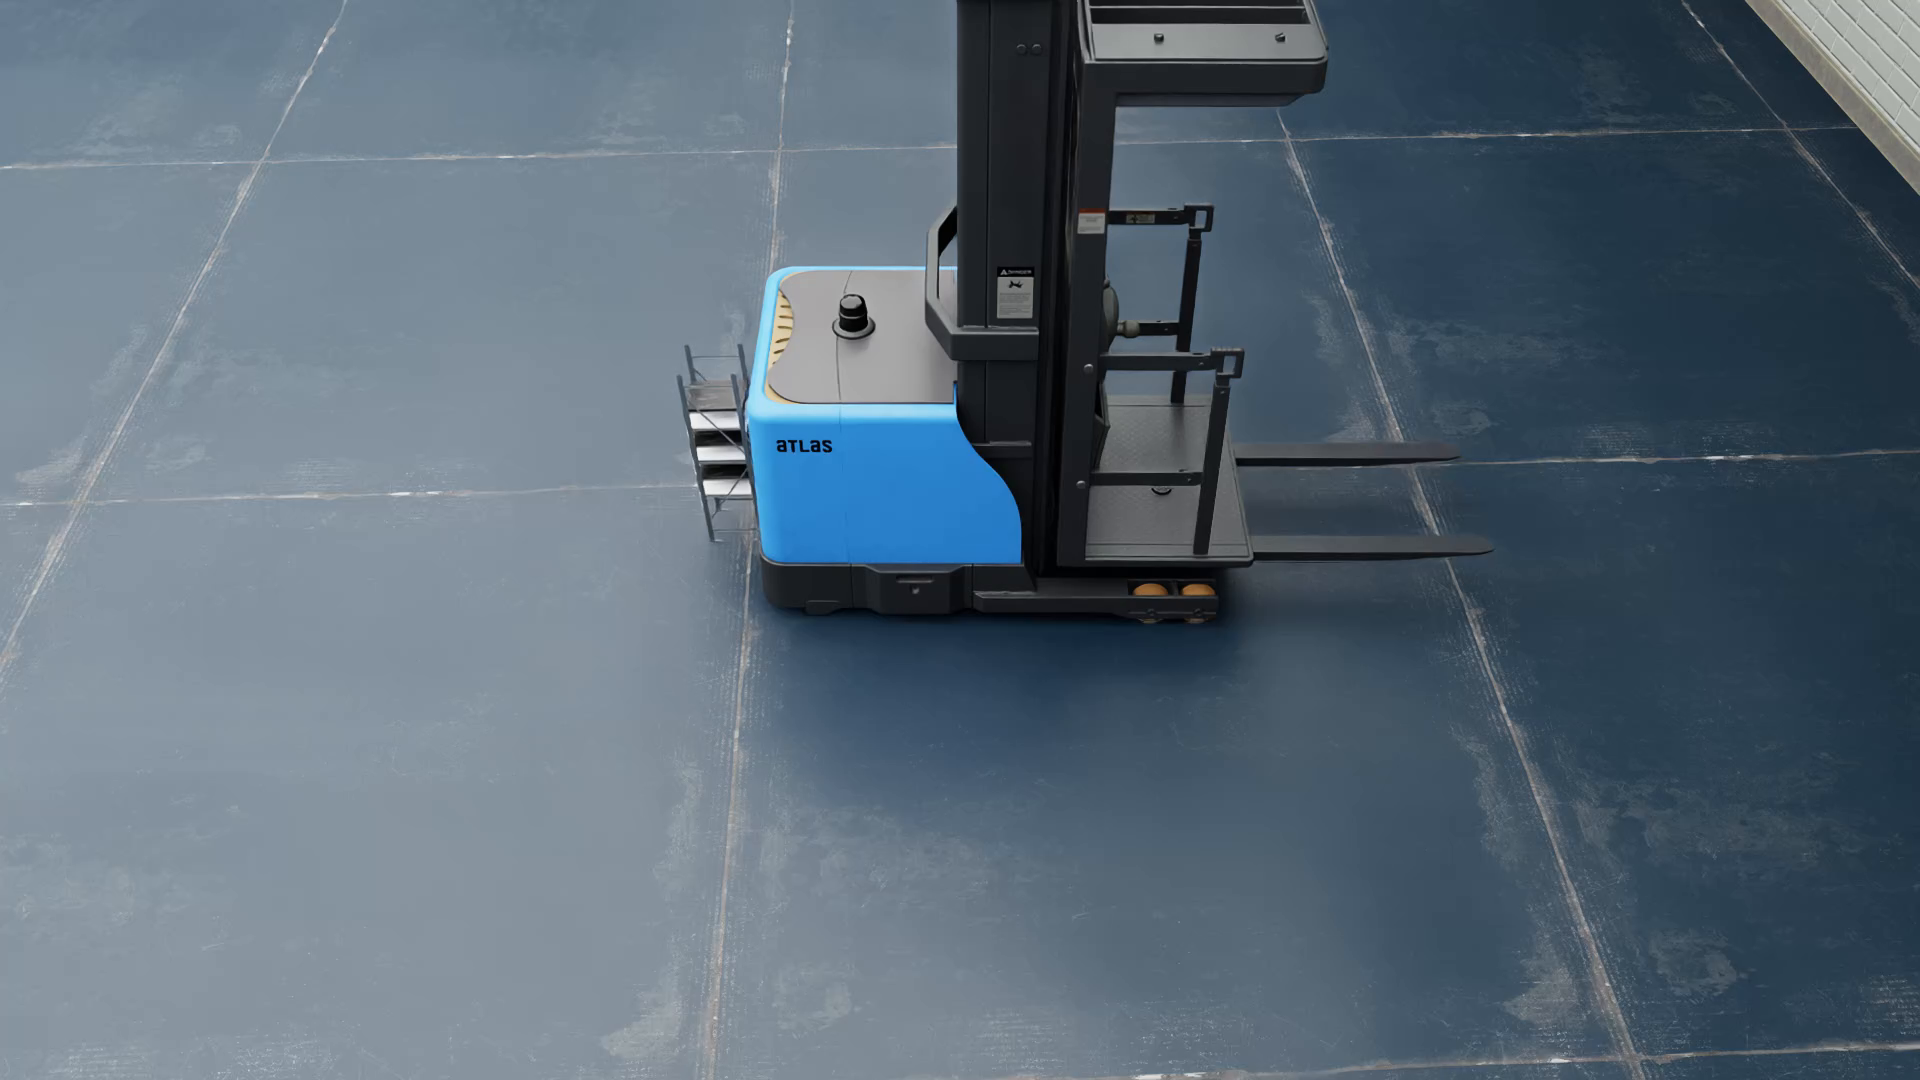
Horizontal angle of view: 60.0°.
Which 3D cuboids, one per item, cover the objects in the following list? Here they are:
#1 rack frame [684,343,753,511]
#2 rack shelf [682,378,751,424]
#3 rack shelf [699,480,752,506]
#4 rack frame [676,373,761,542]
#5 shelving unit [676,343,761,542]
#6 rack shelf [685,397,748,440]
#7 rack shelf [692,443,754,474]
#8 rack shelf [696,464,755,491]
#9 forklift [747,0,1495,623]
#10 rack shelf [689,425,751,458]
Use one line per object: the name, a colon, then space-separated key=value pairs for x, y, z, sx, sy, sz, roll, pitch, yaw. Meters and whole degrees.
rack frame: x=-0.983 y=-0.466 z=7.083 sx=0.240 sy=0.900 sz=0.006 roll=-1 pitch=42 yaw=3
rack shelf: x=-0.999 y=-0.572 z=6.848 sx=0.258 sy=0.077 sz=0.200 roll=-1 pitch=42 yaw=3
rack shelf: x=-0.976 y=-0.240 z=7.151 sx=0.258 sy=0.077 sz=0.200 roll=-1 pitch=42 yaw=3
rack frame: x=-0.991 y=-0.329 z=6.933 sx=0.240 sy=0.900 sz=0.006 roll=-1 pitch=42 yaw=3
shelving unit: x=-0.987 y=-0.397 z=7.008 sx=0.258 sy=0.900 sz=0.210 roll=-1 pitch=42 yaw=3
rack shelf: x=-0.994 y=-0.506 z=6.909 sx=0.258 sy=0.077 sz=0.200 roll=-1 pitch=42 yaw=3
rack shelf: x=-0.985 y=-0.373 z=7.030 sx=0.258 sy=0.077 sz=0.200 roll=-1 pitch=42 yaw=3
rack shelf: x=-0.981 y=-0.306 z=7.090 sx=0.258 sy=0.077 sz=0.200 roll=-1 pitch=42 yaw=3
forklift: x=0.699 y=-1.102 z=6.283 sx=3.031 sy=2.935 sz=1.130 roll=0 pitch=43 yaw=0
rack shelf: x=-0.990 y=-0.439 z=6.969 sx=0.258 sy=0.077 sz=0.200 roll=-1 pitch=42 yaw=3
